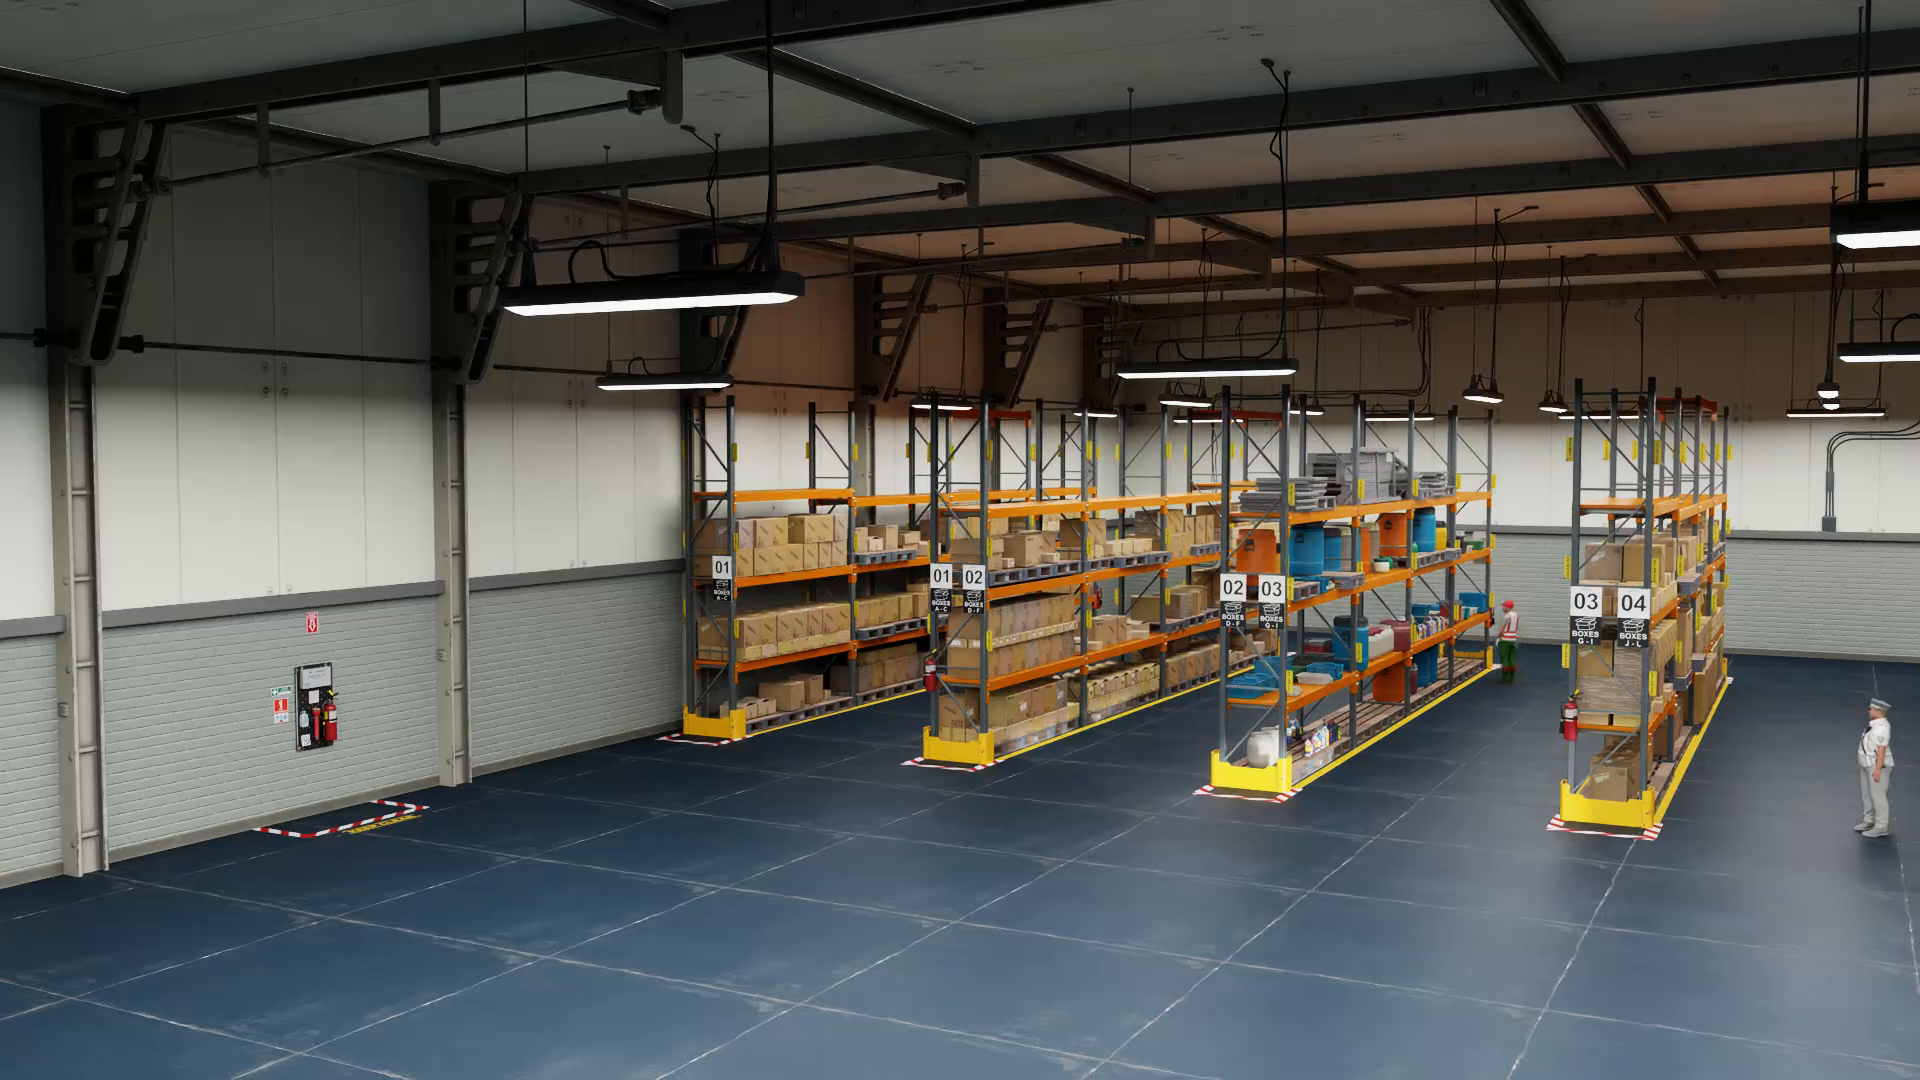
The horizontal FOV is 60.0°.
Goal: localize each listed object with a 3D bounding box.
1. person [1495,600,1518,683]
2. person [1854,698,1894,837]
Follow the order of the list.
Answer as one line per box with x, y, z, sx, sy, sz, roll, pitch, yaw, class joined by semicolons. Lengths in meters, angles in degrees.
11.859;2.201;36.072;0.550;1.799;0.394;-2;4;-36;person
11.979;2.962;21.789;0.425;1.777;0.573;0;3;8;person
